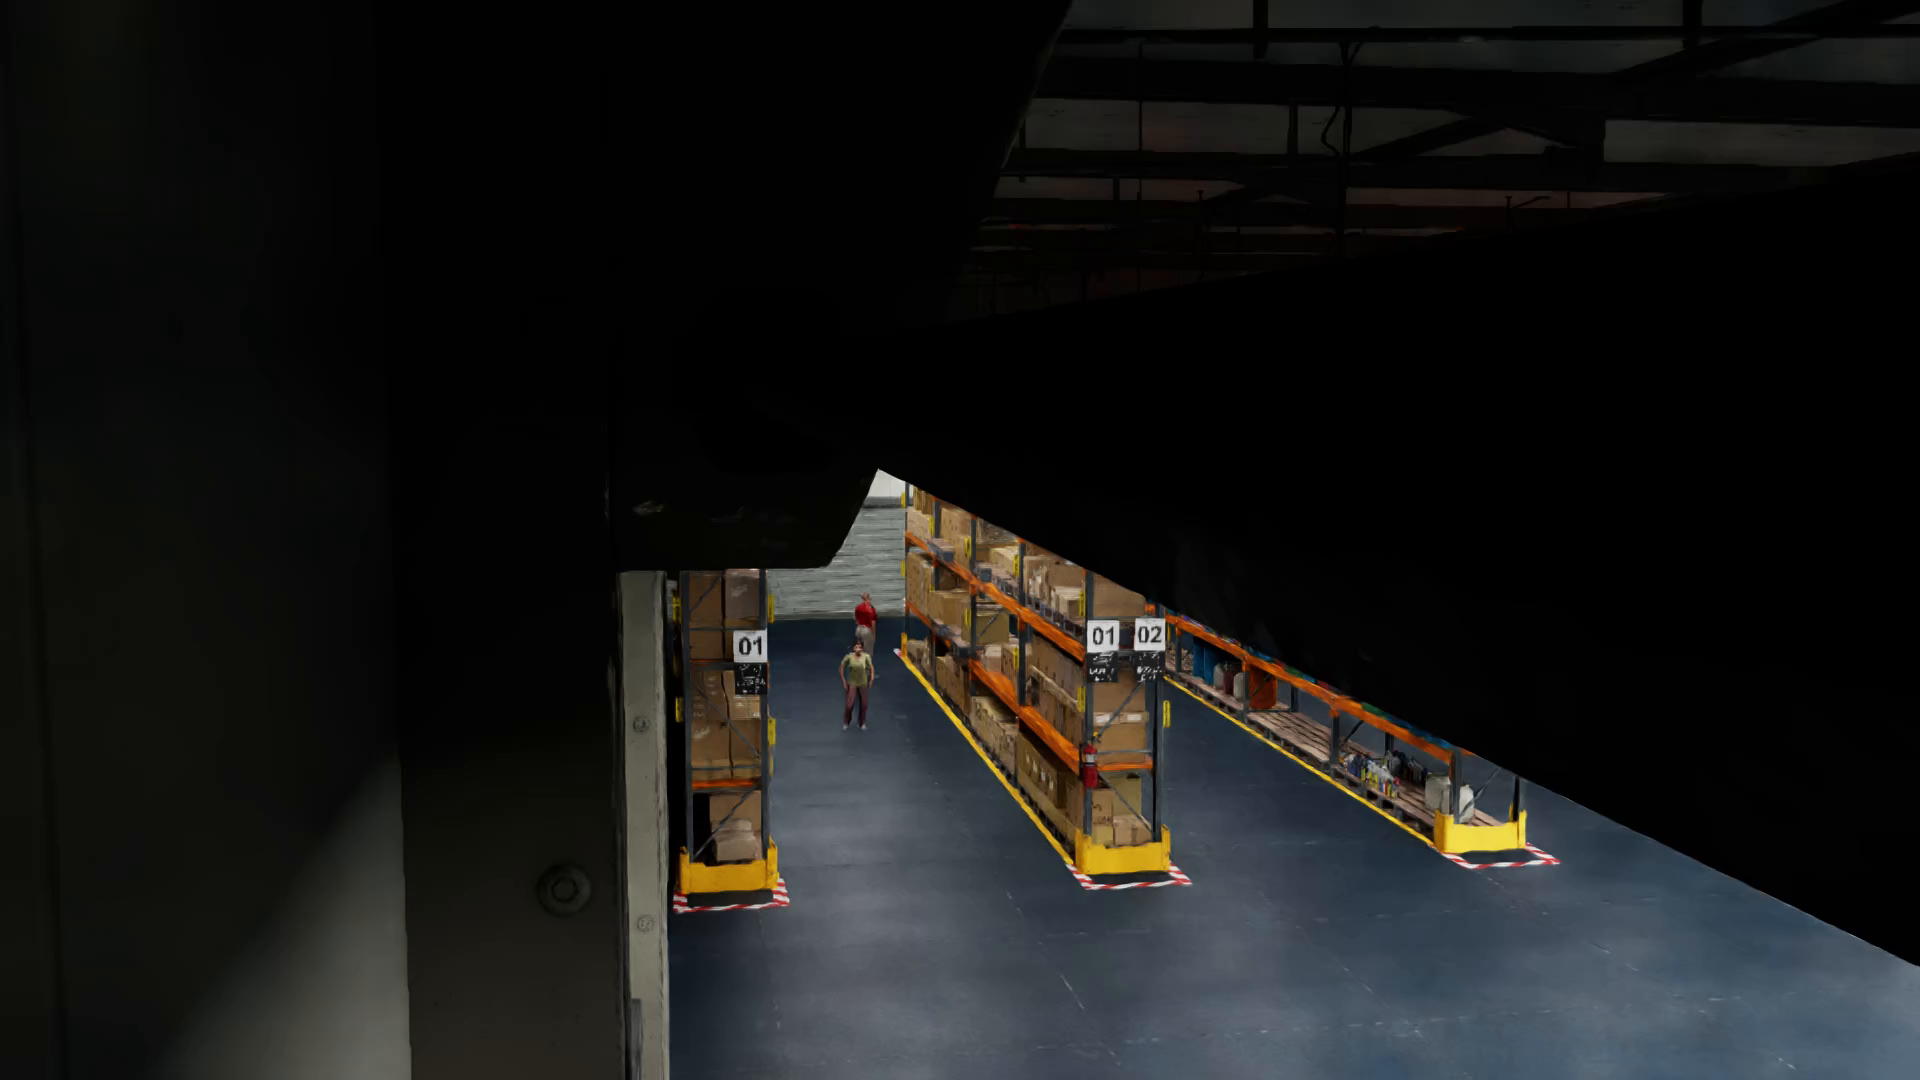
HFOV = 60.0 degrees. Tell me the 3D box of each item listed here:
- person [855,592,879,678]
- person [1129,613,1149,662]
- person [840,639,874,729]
[{"bbox_3d":[-1.884,1.926,34.083,0.450,1.737,0.595,-5,8,-41],"label":"person"},{"bbox_3d":[3.541,2.184,32.192,0.488,1.590,1.079,-1,6,-12],"label":"person"},{"bbox_3d":[-1.805,2.521,29.075,0.598,1.618,0.507,-1,6,-12],"label":"person"}]
